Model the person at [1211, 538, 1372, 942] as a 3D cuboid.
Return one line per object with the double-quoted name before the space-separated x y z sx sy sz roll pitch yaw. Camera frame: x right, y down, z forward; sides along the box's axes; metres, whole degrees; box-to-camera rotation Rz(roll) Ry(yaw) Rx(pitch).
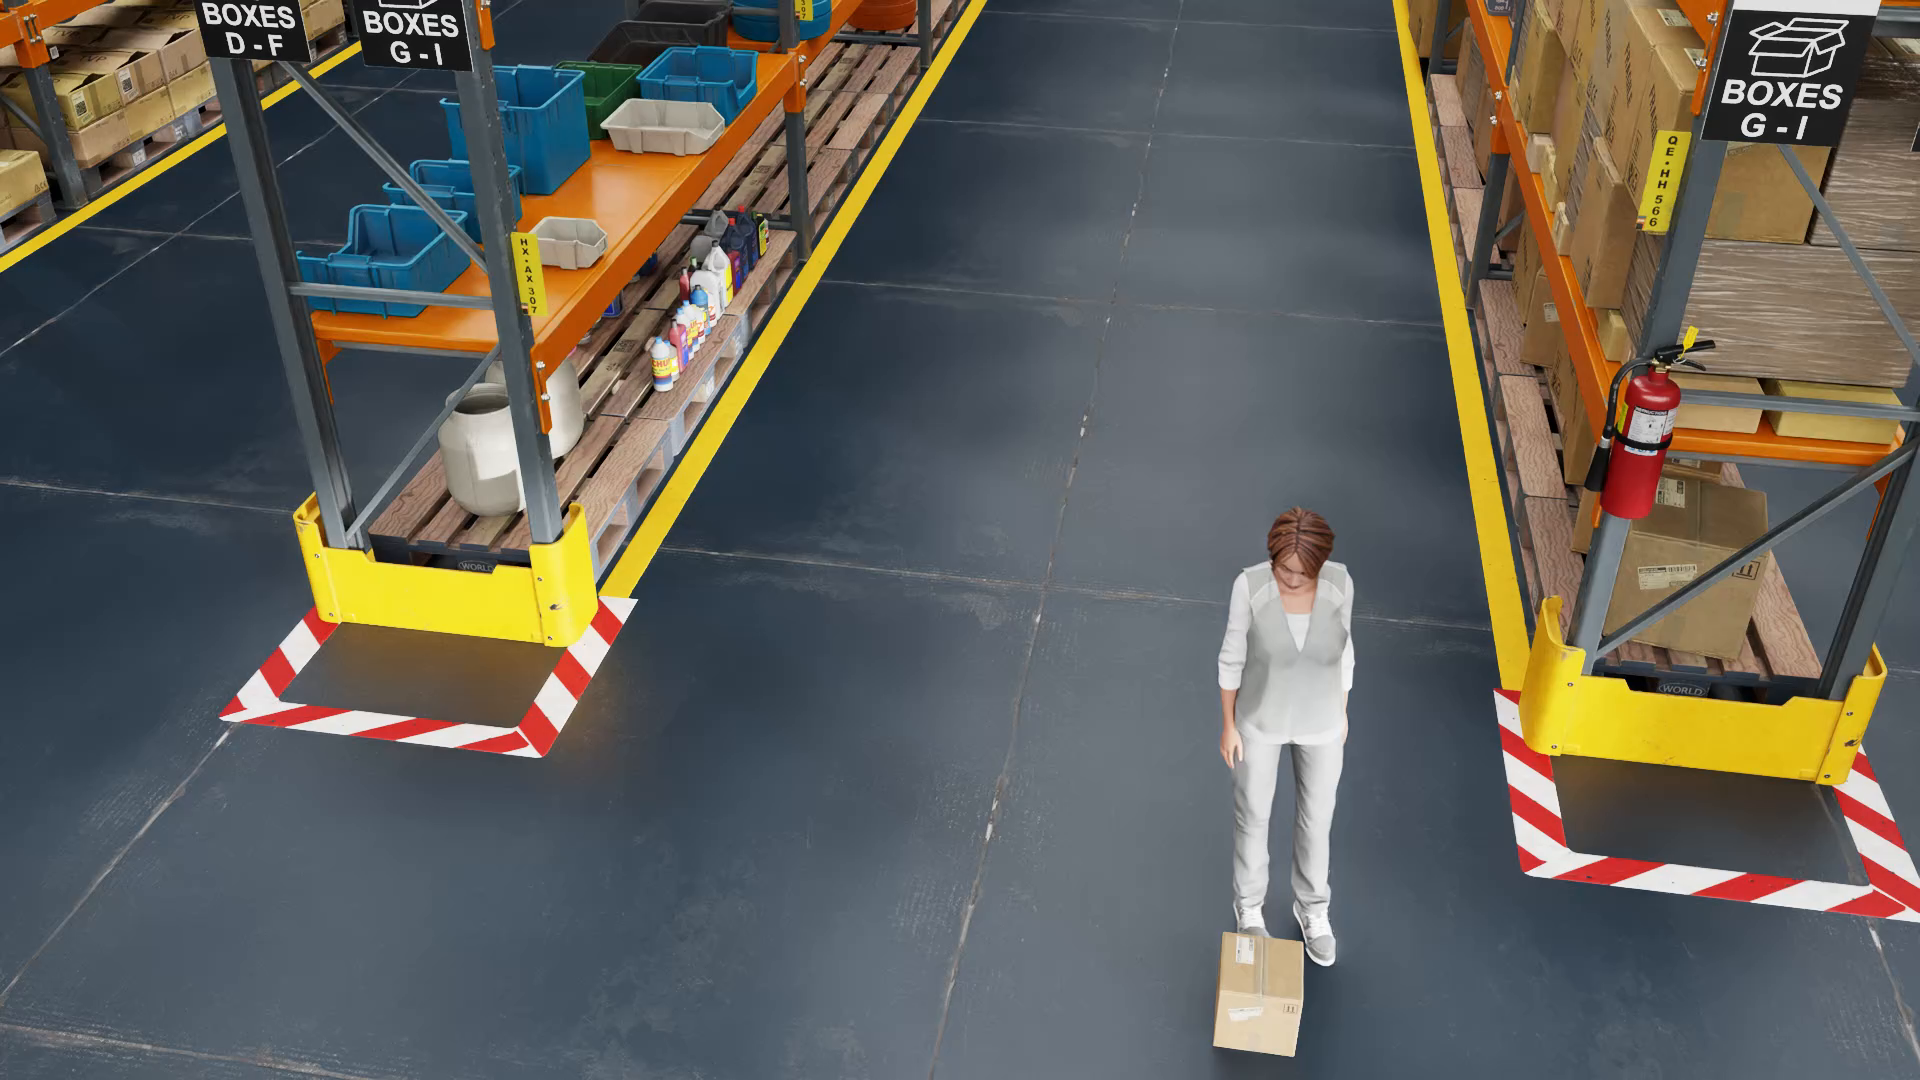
"person" 1.045 0.625 5.224 0.426 1.559 0.382 6 33 9
